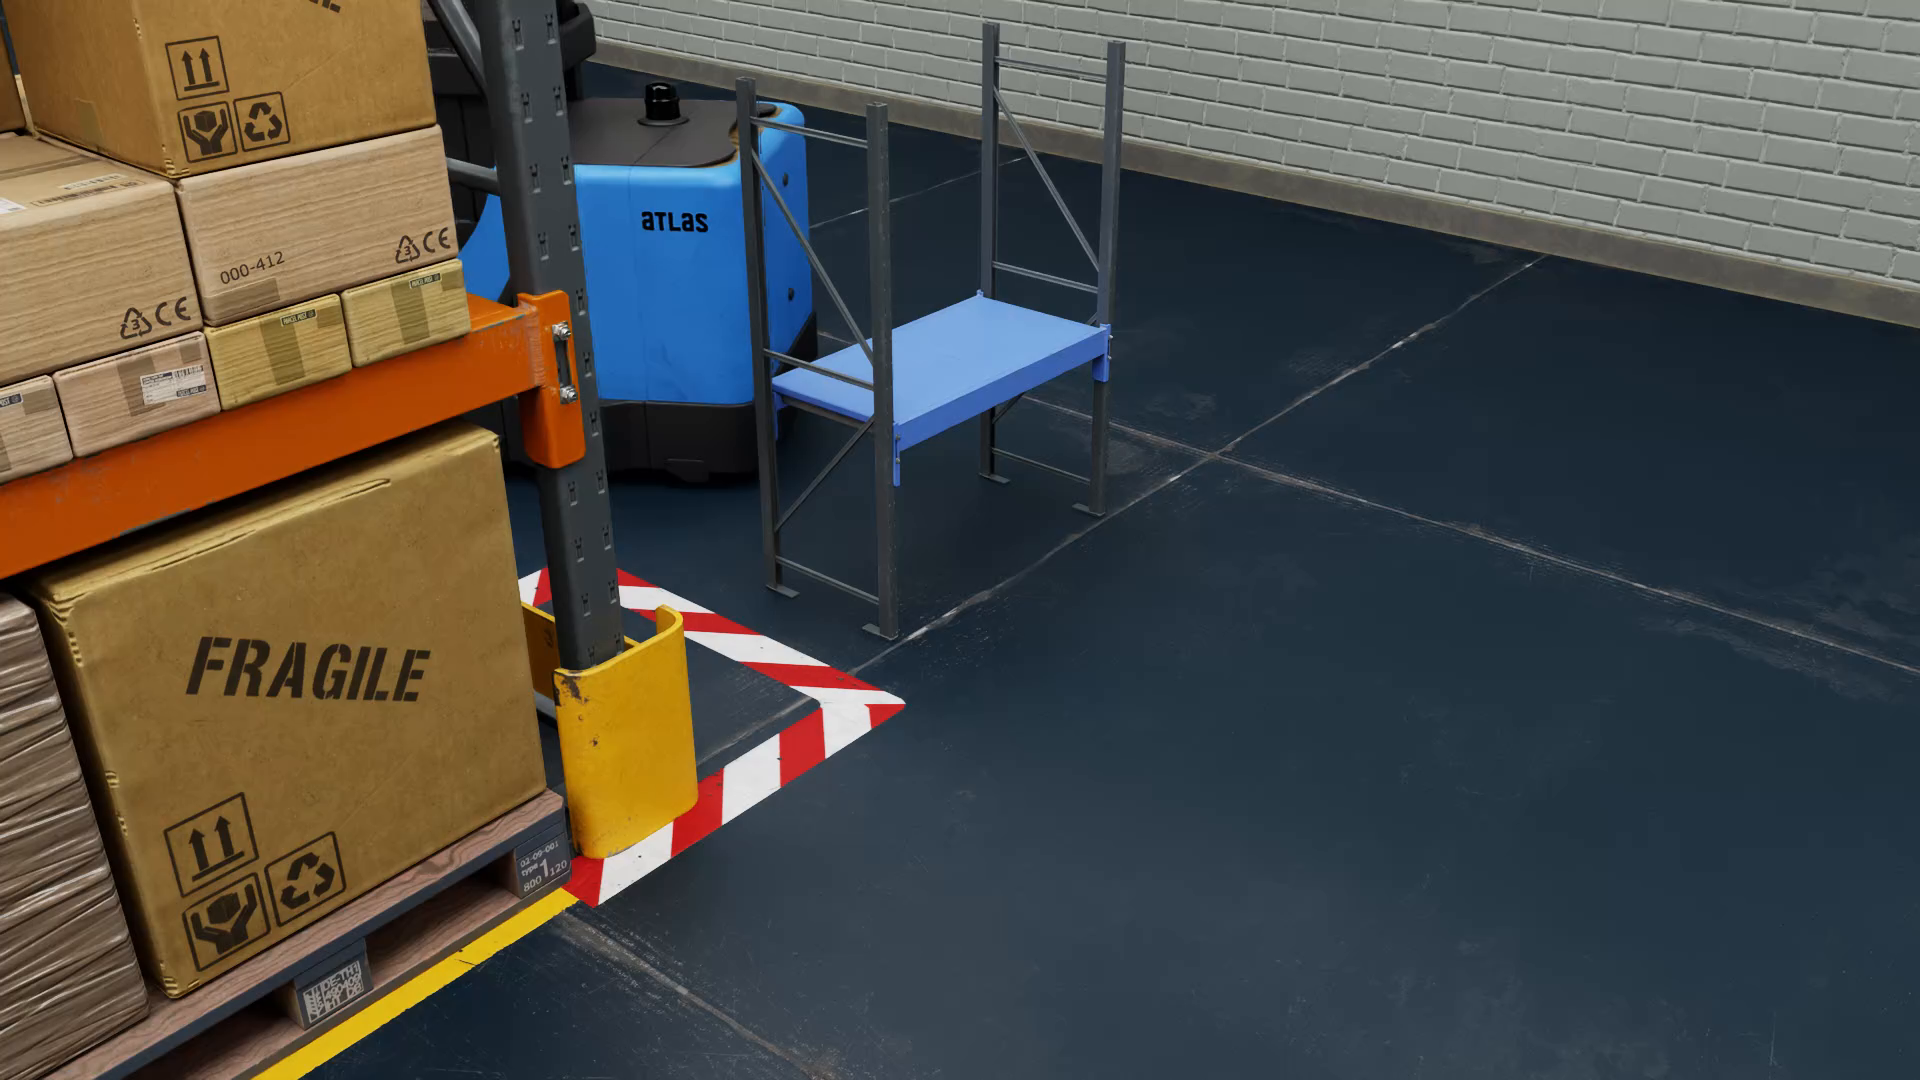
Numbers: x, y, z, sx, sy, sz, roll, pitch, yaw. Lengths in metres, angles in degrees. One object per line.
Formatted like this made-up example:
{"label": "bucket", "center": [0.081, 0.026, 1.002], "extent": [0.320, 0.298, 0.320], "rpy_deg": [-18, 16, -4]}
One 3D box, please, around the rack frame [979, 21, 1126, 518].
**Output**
{"label": "rack frame", "center": [0.269, -0.816, 5.195], "extent": [0.500, 1.500, 0.032], "rpy_deg": [21, 34, 34]}

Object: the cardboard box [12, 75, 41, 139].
{"label": "cardboard box", "center": [-1.697, -0.783, 3.338], "extent": [0.500, 0.250, 0.500], "rpy_deg": [20, 33, 33]}

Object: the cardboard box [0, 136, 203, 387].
{"label": "cardboard box", "center": [-1.610, -0.445, 2.685], "extent": [0.500, 0.250, 0.500], "rpy_deg": [20, 33, 34]}

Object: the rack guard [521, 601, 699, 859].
{"label": "rack guard", "center": [-1.168, 0.293, 4.139], "extent": [1.175, 0.500, 0.348], "rpy_deg": [21, 34, 34]}

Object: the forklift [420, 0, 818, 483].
{"label": "forklift", "center": [-2.095, -1.777, 5.496], "extent": [3.031, 2.935, 1.130], "rpy_deg": [3, 28, 6]}

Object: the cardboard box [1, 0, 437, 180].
{"label": "cardboard box", "center": [-1.291, -0.957, 2.859], "extent": [0.500, 0.500, 0.500], "rpy_deg": [21, 34, 35]}

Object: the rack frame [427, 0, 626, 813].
{"label": "rack frame", "center": [-1.183, -0.808, 3.548], "extent": [1.000, 3.000, 0.127], "rpy_deg": [21, 34, 34]}

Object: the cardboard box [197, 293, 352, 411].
{"label": "cardboard box", "center": [-1.320, -0.382, 2.996], "extent": [0.380, 0.149, 0.250], "rpy_deg": [21, 34, 35]}

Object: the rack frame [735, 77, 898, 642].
{"label": "rack frame", "center": [-0.378, -0.456, 4.499], "extent": [0.500, 1.500, 0.032], "rpy_deg": [21, 34, 34]}

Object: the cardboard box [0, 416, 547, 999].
{"label": "cardboard box", "center": [-1.529, 0.199, 3.456], "extent": [0.875, 0.875, 0.875], "rpy_deg": [21, 34, 34]}

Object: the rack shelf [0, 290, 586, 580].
{"label": "rack shelf", "center": [-2.456, 0.220, 2.342], "extent": [1.077, 0.370, 4.000], "rpy_deg": [21, 34, 34]}

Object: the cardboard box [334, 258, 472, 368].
{"label": "cardboard box", "center": [-1.156, -0.474, 3.176], "extent": [0.380, 0.149, 0.250], "rpy_deg": [22, 34, 35]}

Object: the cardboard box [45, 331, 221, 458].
{"label": "cardboard box", "center": [-1.481, -0.292, 2.824], "extent": [0.380, 0.149, 0.250], "rpy_deg": [21, 34, 35]}

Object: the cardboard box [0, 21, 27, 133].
{"label": "cardboard box", "center": [-2.015, -0.938, 2.823], "extent": [0.500, 0.500, 0.500], "rpy_deg": [20, 33, 33]}

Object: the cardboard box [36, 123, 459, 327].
{"label": "cardboard box", "center": [-1.287, -0.624, 3.032], "extent": [0.500, 0.250, 0.500], "rpy_deg": [20, 33, 34]}

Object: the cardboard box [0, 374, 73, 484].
{"label": "cardboard box", "center": [-1.641, -0.204, 2.654], "extent": [0.380, 0.149, 0.250], "rpy_deg": [21, 34, 35]}

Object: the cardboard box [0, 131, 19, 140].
{"label": "cardboard box", "center": [-2.023, -0.596, 2.978], "extent": [0.500, 0.250, 0.500], "rpy_deg": [20, 34, 34]}

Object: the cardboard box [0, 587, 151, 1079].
{"label": "cardboard box", "center": [-2.108, 0.522, 2.832], "extent": [0.875, 0.875, 0.875], "rpy_deg": [21, 34, 34]}

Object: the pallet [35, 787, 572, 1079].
{"label": "pallet", "center": [-1.632, 0.737, 3.596], "extent": [1.003, 0.211, 1.213], "rpy_deg": [21, 34, 34]}

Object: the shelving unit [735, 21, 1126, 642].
{"label": "shelving unit", "center": [-0.054, -0.636, 4.847], "extent": [0.538, 1.500, 1.048], "rpy_deg": [21, 34, 34]}

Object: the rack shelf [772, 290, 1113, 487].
{"label": "rack shelf", "center": [-0.054, -0.476, 4.930], "extent": [0.538, 0.185, 1.000], "rpy_deg": [21, 34, 34]}
